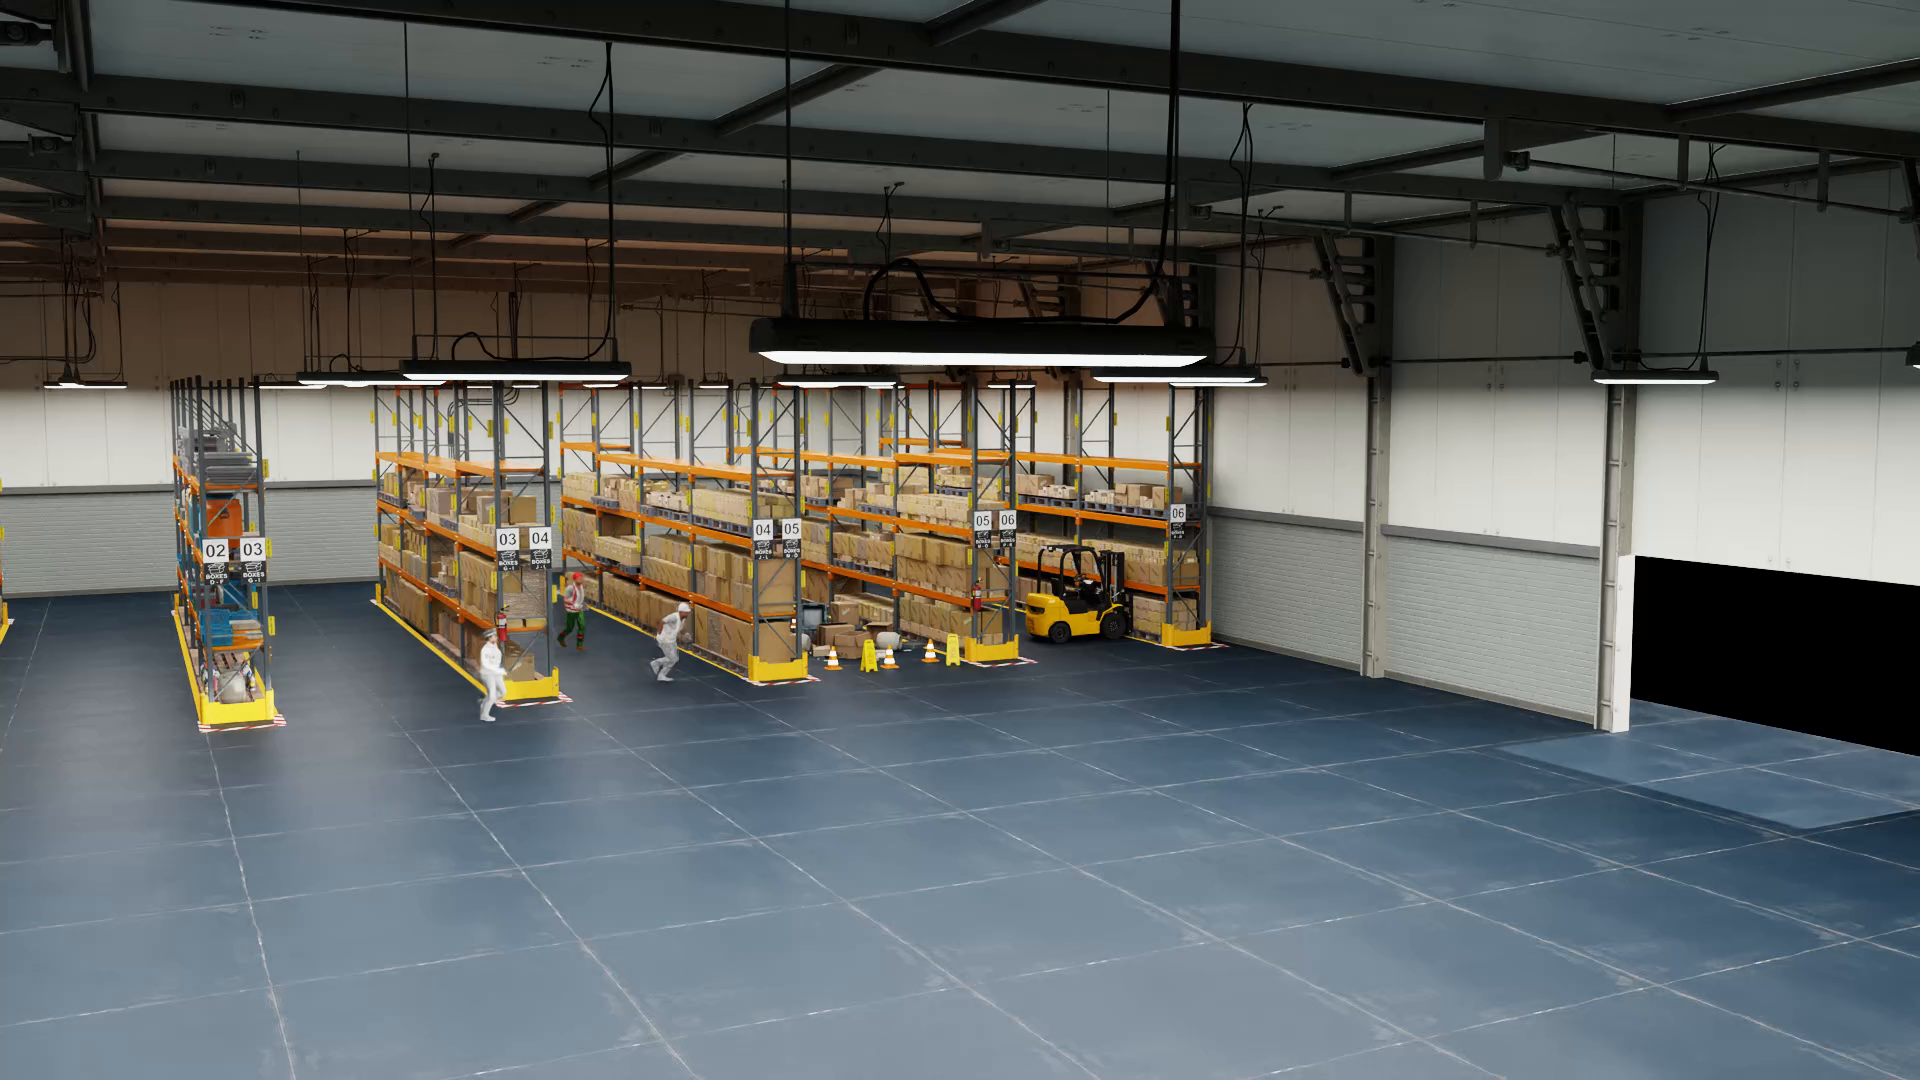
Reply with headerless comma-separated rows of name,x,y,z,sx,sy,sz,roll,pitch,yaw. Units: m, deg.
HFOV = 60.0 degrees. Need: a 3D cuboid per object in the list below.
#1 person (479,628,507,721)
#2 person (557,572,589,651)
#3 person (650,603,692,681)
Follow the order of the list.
person,-8.136,2.336,28.967,0.568,1.636,0.600,1,5,8
person,-8.601,1.573,36.900,0.917,1.749,0.672,4,6,38
person,-5.720,2.024,32.819,0.887,1.579,0.712,2,5,17
